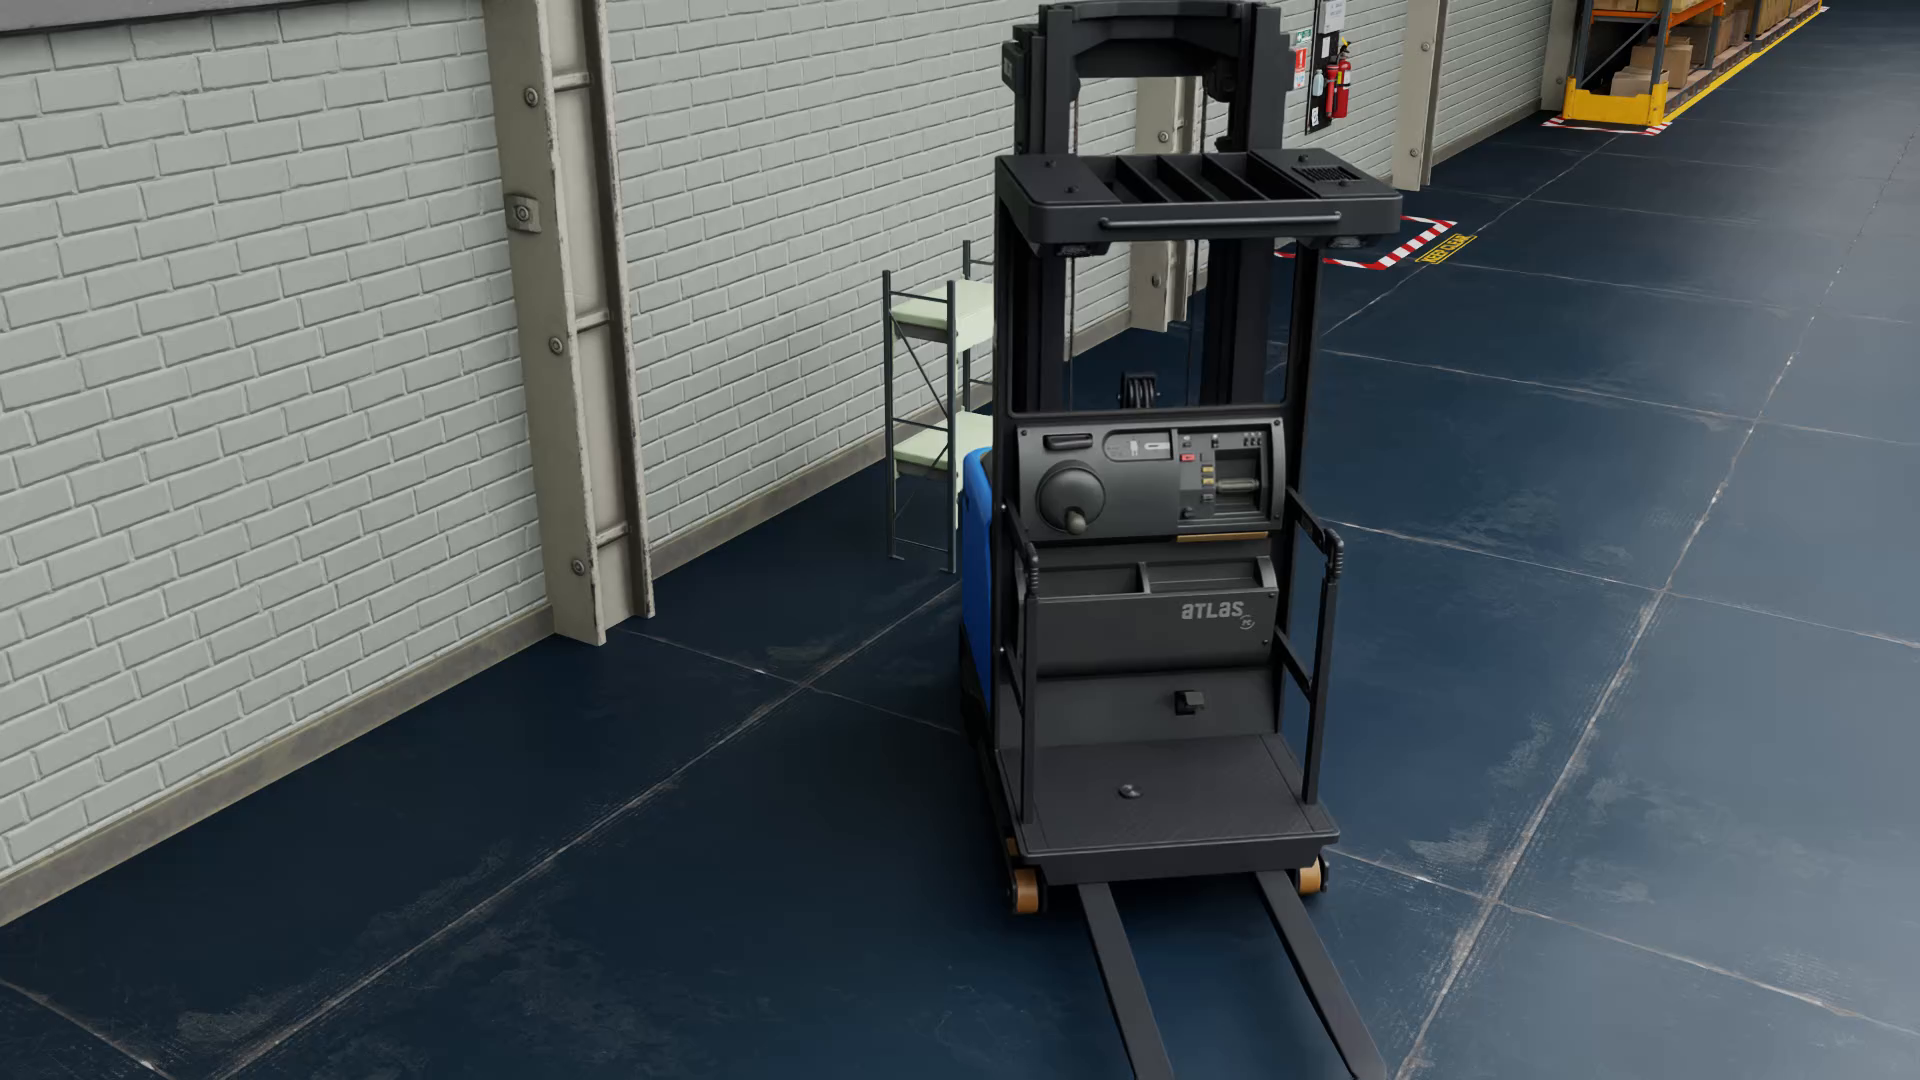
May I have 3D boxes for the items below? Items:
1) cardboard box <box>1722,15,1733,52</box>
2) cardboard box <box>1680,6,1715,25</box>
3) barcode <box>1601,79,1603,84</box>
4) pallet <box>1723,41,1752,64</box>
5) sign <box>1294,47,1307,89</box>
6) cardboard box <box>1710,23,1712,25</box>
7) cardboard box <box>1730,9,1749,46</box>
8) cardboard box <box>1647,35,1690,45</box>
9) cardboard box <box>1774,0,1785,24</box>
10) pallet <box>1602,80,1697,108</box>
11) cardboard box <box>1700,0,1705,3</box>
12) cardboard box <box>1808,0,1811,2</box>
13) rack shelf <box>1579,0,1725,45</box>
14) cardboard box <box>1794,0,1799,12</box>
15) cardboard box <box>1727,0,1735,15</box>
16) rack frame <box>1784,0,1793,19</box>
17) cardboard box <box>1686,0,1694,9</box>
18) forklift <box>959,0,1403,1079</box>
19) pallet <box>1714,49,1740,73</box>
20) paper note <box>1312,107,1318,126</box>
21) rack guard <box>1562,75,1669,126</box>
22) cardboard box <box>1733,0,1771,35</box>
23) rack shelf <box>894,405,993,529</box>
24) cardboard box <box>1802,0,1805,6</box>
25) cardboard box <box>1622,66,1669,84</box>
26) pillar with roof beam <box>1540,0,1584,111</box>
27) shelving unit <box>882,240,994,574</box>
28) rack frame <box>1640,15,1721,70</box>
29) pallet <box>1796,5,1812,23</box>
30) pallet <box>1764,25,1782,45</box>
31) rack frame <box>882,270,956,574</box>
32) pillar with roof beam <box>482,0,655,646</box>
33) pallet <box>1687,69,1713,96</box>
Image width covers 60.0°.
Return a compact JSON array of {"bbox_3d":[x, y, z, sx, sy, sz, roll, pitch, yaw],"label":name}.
[{"bbox_3d":[11.453,-7.823,25.638,0.700,0.500,0.500,14,27,29],"label":"cardboard box"},{"bbox_3d":[10.891,-7.796,24.631,0.500,0.250,0.500,13,27,28],"label":"cardboard box"},{"bbox_3d":[8.288,-5.922,21.474,0.001,0.075,0.075,14,27,29],"label":"barcode"},{"bbox_3d":[11.984,-7.802,26.508,1.003,0.211,1.213,14,27,29],"label":"pallet"},{"bbox_3d":[2.931,-4.063,14.315,0.001,0.329,0.234,14,27,29],"label":"sign"},{"bbox_3d":[10.891,-7.487,24.862,0.700,0.500,0.500,13,27,28],"label":"cardboard box"},{"bbox_3d":[12.062,-8.146,26.385,0.700,0.500,0.500,14,27,30],"label":"cardboard box"},{"bbox_3d":[9.774,-6.692,23.024,0.500,0.500,0.500,12,26,25],"label":"cardboard box"},{"bbox_3d":[13.808,-9.355,28.760,0.750,0.750,0.750,15,27,31],"label":"cardboard box"},{"bbox_3d":[9.320,-6.068,22.502,1.003,0.211,1.213,14,27,29],"label":"pallet"},{"bbox_3d":[9.508,-7.203,21.777,0.500,0.250,0.500,14,27,29],"label":"cardboard box"},{"bbox_3d":[16.333,-10.834,32.618,0.700,0.500,0.500,14,27,29],"label":"cardboard box"},{"bbox_3d":[9.232,-6.990,22.027,1.077,0.370,4.000,14,27,29],"label":"rack shelf"},{"bbox_3d":[15.256,-10.141,31.017,0.700,0.500,0.500,14,27,28],"label":"cardboard box"},{"bbox_3d":[11.708,-8.311,25.822,0.500,0.250,0.500,14,27,30],"label":"cardboard box"},{"bbox_3d":[14.507,-10.696,29.681,1.000,3.000,0.127,14,27,29],"label":"rack frame"},{"bbox_3d":[8.966,-6.862,20.989,0.500,0.250,0.500,13,27,27],"label":"cardboard box"},{"bbox_3d":[0.685,-0.193,5.506,1.130,2.935,3.031,-3,24,-6],"label":"forklift"},{"bbox_3d":[11.339,-7.392,25.560,1.003,0.211,1.213,14,27,29],"label":"pallet"},{"bbox_3d":[3.159,-3.762,14.774,0.016,0.148,0.142,14,27,29],"label":"paper note"},{"bbox_3d":[8.217,-5.524,20.881,1.175,0.500,0.348,14,27,29],"label":"rack guard"},{"bbox_3d":[12.896,-8.772,27.416,0.750,0.750,0.750,13,27,28],"label":"cardboard box"},{"bbox_3d":[-0.004,-0.387,8.576,0.431,0.370,0.720,14,27,29],"label":"rack shelf"},{"bbox_3d":[15.804,-10.495,31.836,0.700,0.500,0.500,13,27,27],"label":"cardboard box"},{"bbox_3d":[8.919,-6.021,21.712,0.500,0.311,0.500,16,28,33],"label":"cardboard box"},{"bbox_3d":[11.469,-8.914,18.014,9.100,9.000,0.400,14,27,29],"label":"pillar with roof beam"},{"bbox_3d":[-0.004,-0.686,8.447,0.431,1.500,0.755,14,27,29],"label":"shelving unit"},{"bbox_3d":[10.287,-7.996,23.444,1.000,3.000,0.127,14,27,29],"label":"rack frame"},{"bbox_3d":[15.617,-10.070,31.745,1.003,0.211,1.213,14,27,29],"label":"pallet"},{"bbox_3d":[13.521,-8.726,28.642,1.003,0.211,1.213,14,27,29],"label":"pallet"},{"bbox_3d":[-0.197,-0.562,8.161,0.400,1.500,0.023,14,27,29],"label":"rack frame"},{"bbox_3d":[1.974,-2.839,3.980,9.100,9.000,0.400,14,27,29],"label":"pillar with roof beam"},{"bbox_3d":[9.963,-6.482,23.457,1.003,0.211,1.213,14,27,29],"label":"pallet"}]
